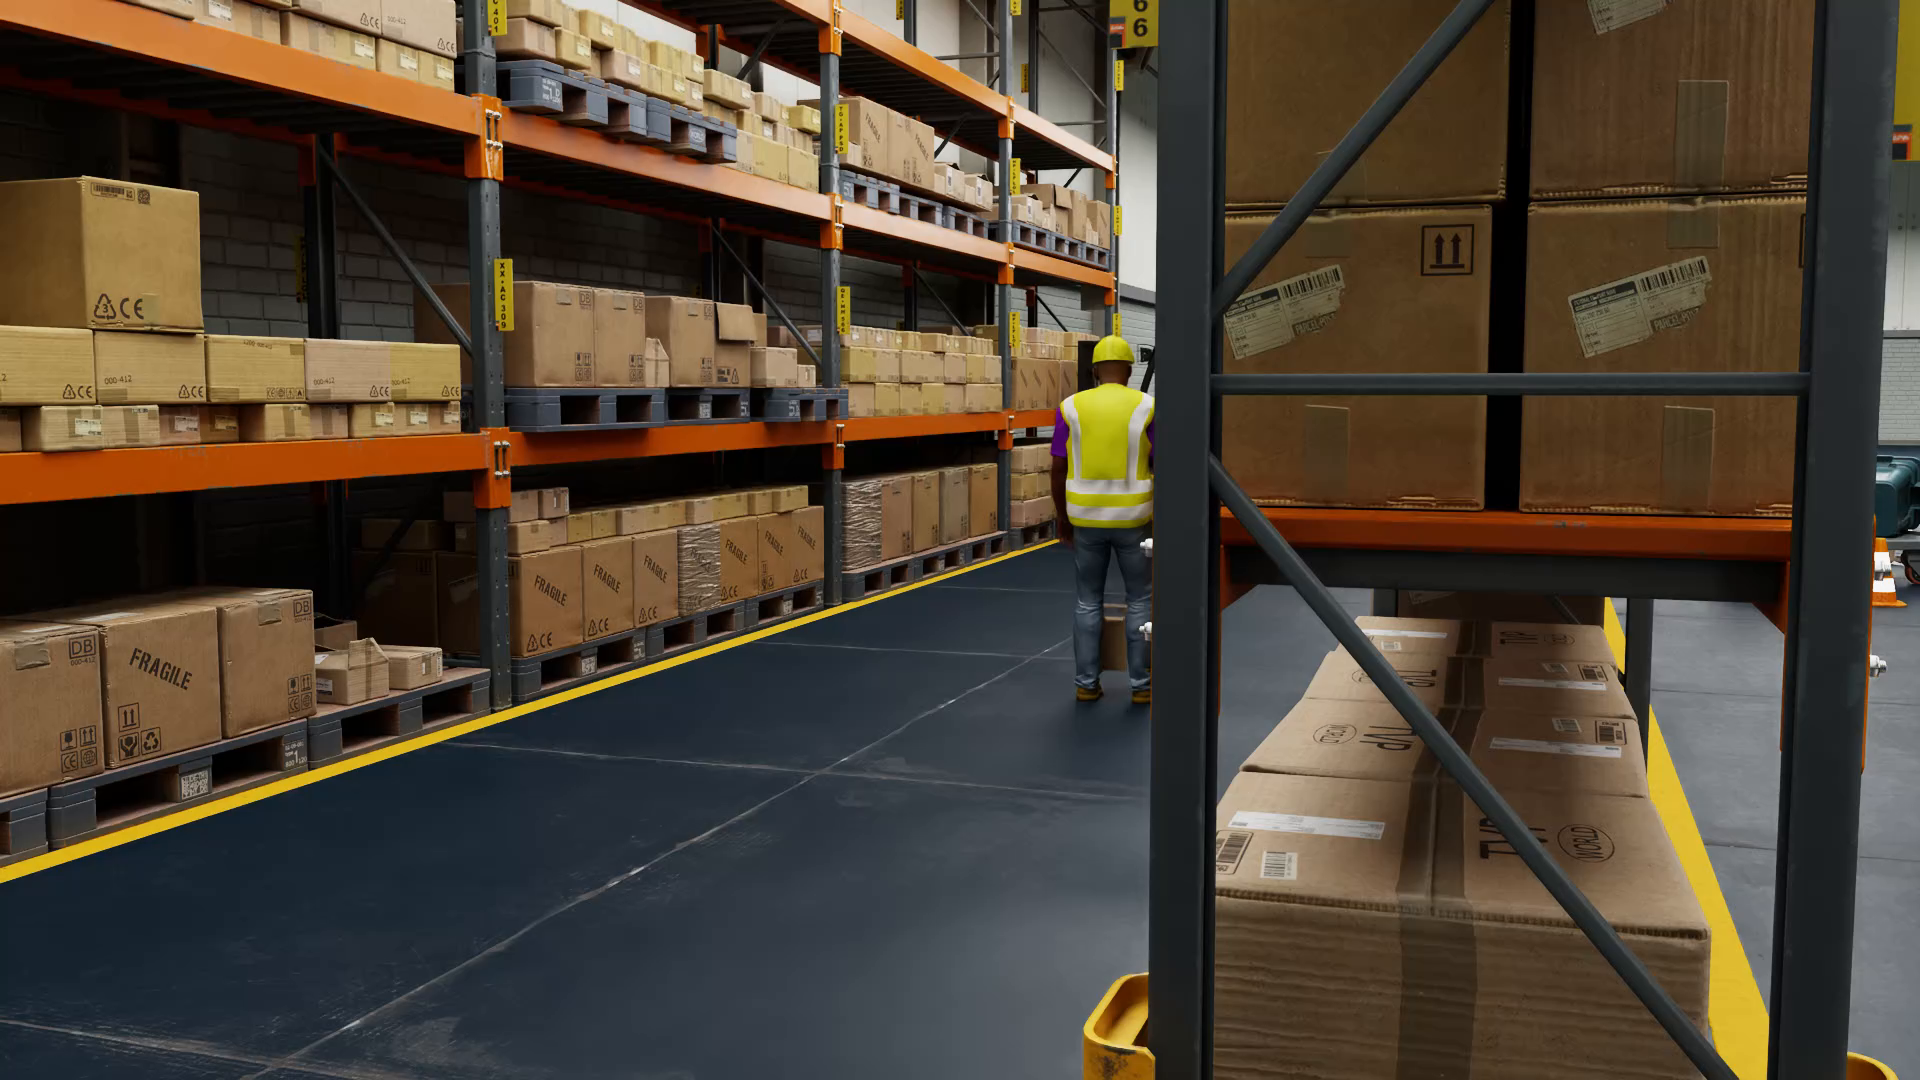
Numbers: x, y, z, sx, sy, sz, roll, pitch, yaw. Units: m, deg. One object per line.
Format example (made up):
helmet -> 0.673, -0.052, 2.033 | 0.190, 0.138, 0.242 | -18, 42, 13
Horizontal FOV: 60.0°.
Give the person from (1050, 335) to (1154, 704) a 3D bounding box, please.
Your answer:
person -> 0.739, -0.102, 8.039 | 0.604, 1.759, 0.446 | 2, 5, 17
